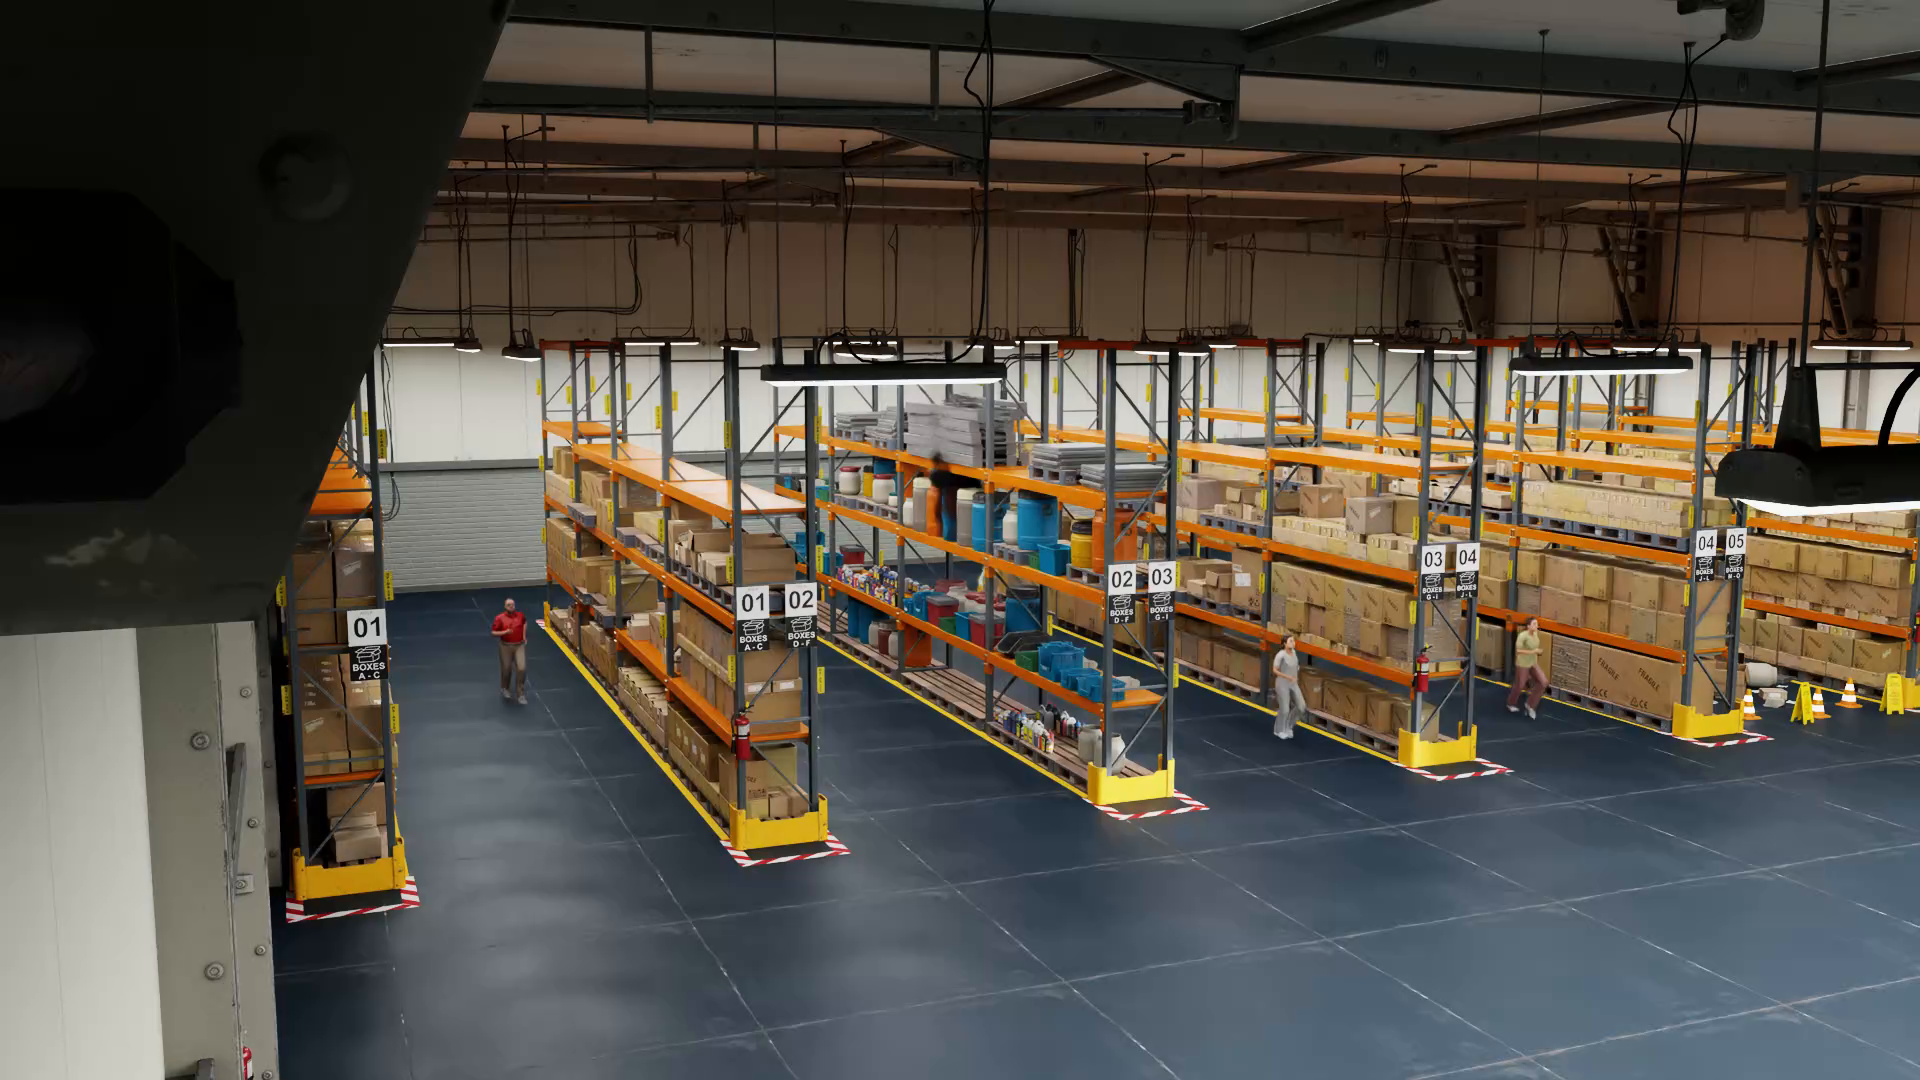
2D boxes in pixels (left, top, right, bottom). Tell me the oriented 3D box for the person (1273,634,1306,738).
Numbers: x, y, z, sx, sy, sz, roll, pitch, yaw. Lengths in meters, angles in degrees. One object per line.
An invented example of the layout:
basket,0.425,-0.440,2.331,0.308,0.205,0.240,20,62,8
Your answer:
person,4.992,2.237,25.283,0.567,1.630,0.612,-4,9,-29

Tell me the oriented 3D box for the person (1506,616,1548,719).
person,9.111,2.030,26.775,0.602,1.667,0.792,-4,8,-27

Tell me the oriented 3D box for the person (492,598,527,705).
person,-7.512,1.860,27.859,0.642,1.787,0.763,-4,8,-28

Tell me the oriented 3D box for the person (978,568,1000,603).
person,0.597,1.133,33.983,0.565,1.590,0.860,-5,9,-33
